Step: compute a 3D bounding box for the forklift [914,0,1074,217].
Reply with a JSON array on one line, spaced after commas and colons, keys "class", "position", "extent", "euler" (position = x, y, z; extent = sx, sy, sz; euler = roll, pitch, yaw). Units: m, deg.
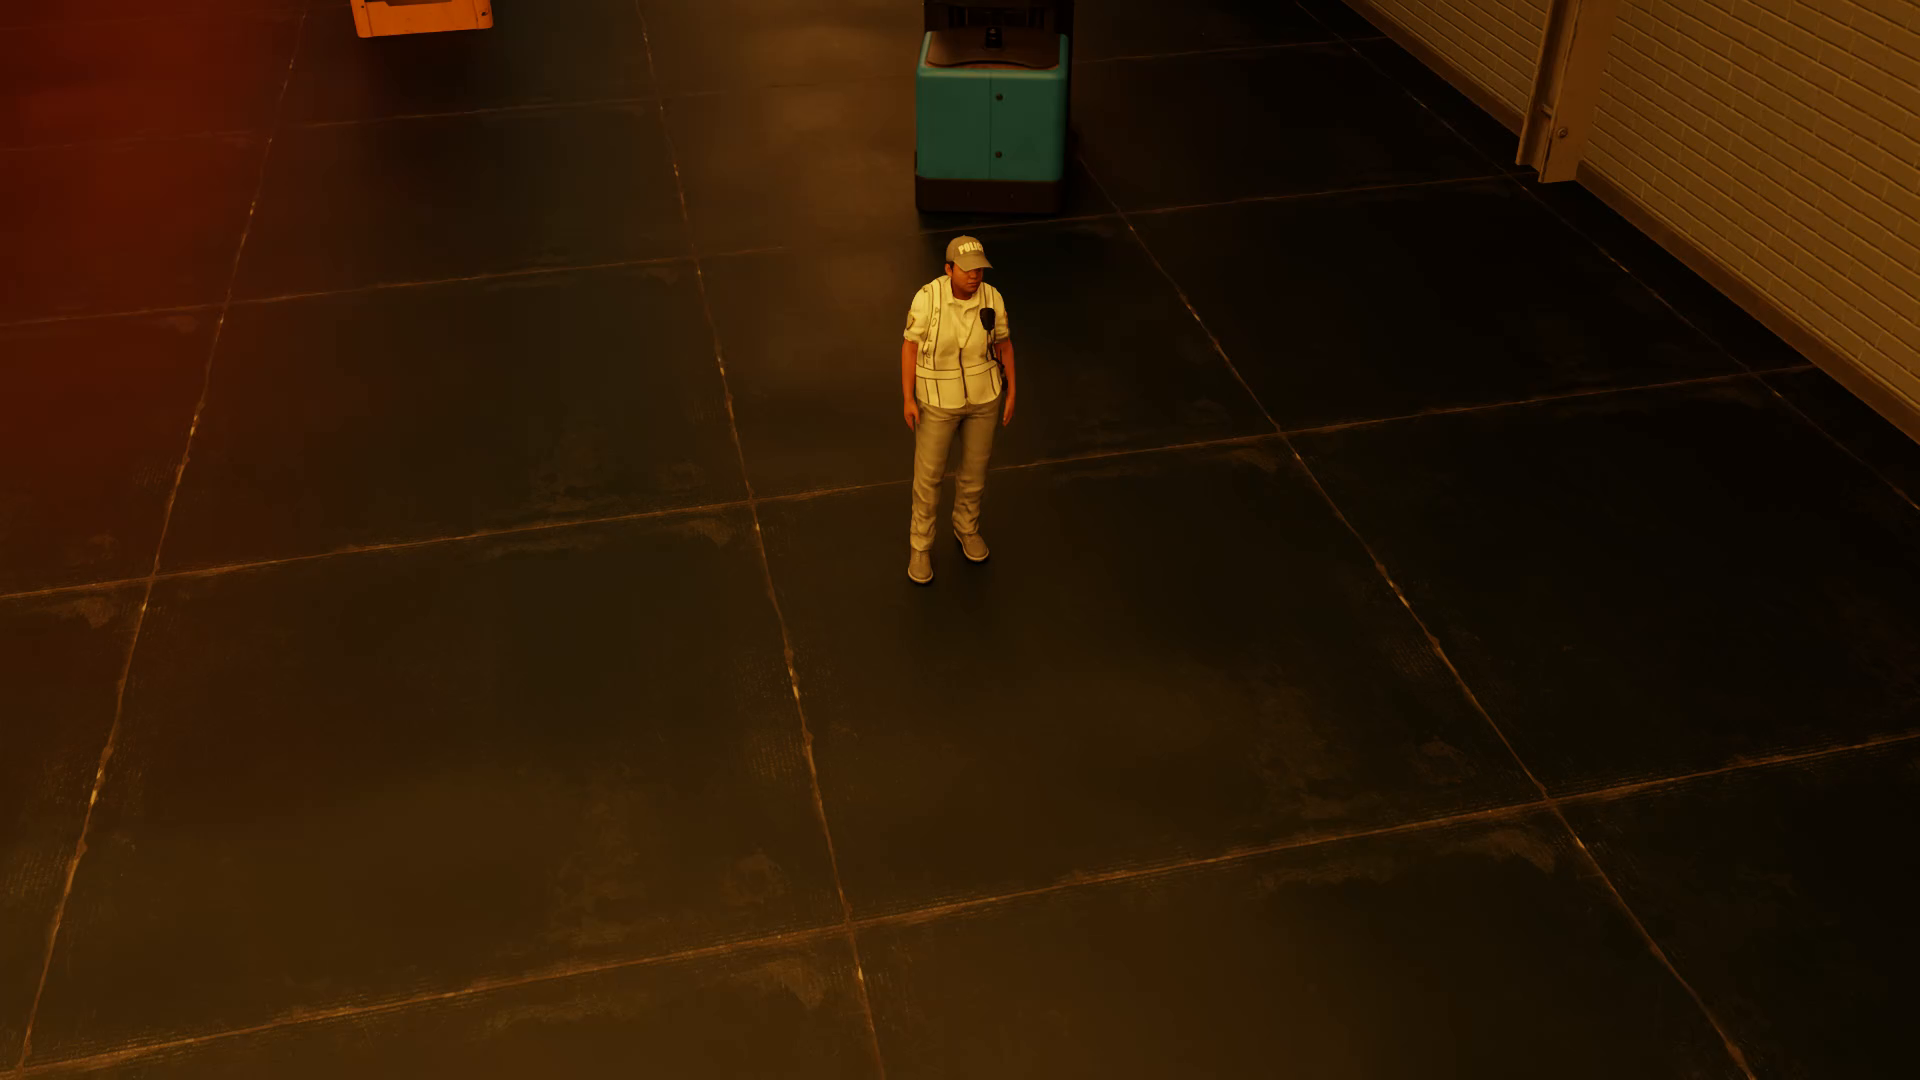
[{"class": "forklift", "position": [0.296, -4.270, 11.984], "extent": [1.130, 2.935, 3.031], "euler": [2, 36, 3]}]

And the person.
[{"class": "person", "position": [-0.005, -0.635, 8.004], "extent": [0.598, 1.670, 0.529], "euler": [-8, 36, -11]}]
